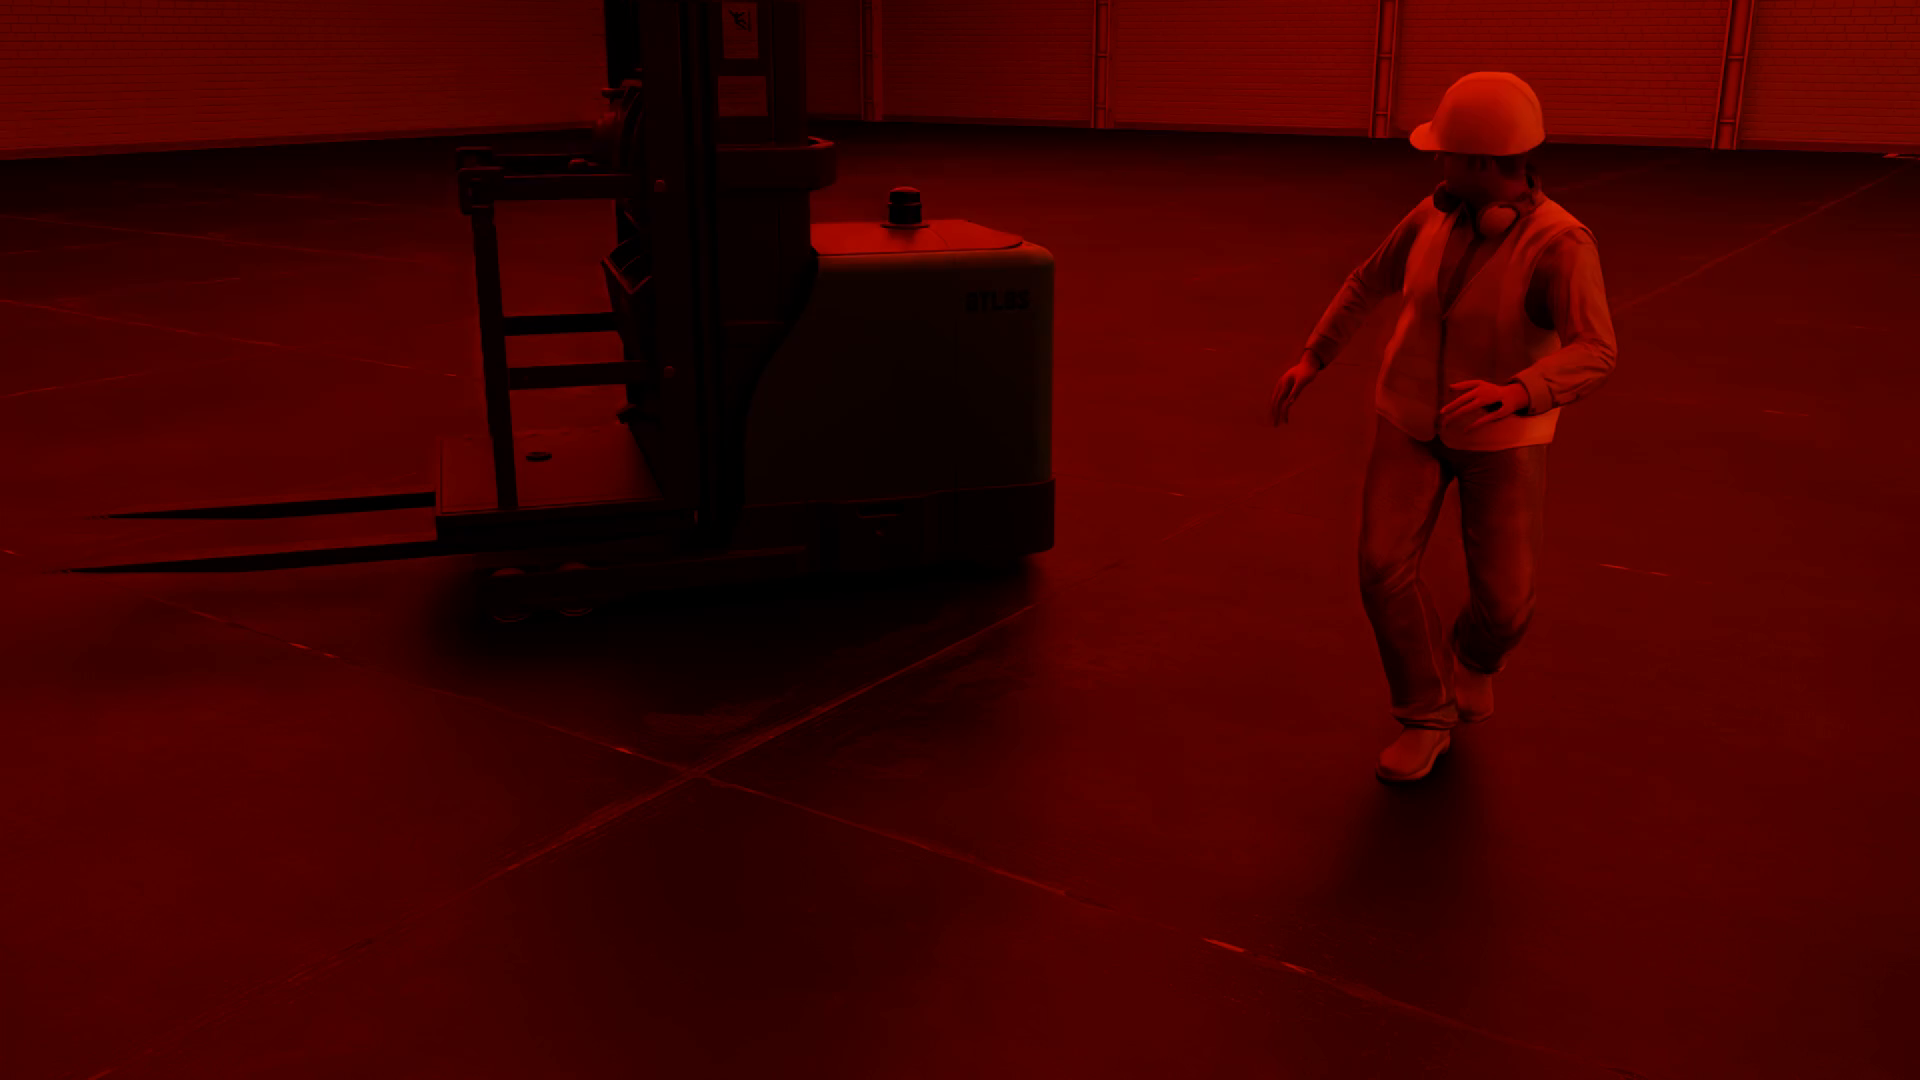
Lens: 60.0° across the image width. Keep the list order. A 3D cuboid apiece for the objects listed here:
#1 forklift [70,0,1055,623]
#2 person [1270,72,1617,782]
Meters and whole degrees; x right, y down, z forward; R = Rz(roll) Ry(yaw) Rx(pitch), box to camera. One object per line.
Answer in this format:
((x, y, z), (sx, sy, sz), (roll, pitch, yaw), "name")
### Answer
((-1.256, -1.318, 5.242), (3.031, 2.935, 1.130), (-5, 17, -16), "forklift")
((1.116, -0.263, 3.965), (0.849, 1.645, 0.805), (11, 20, 33), "person")
